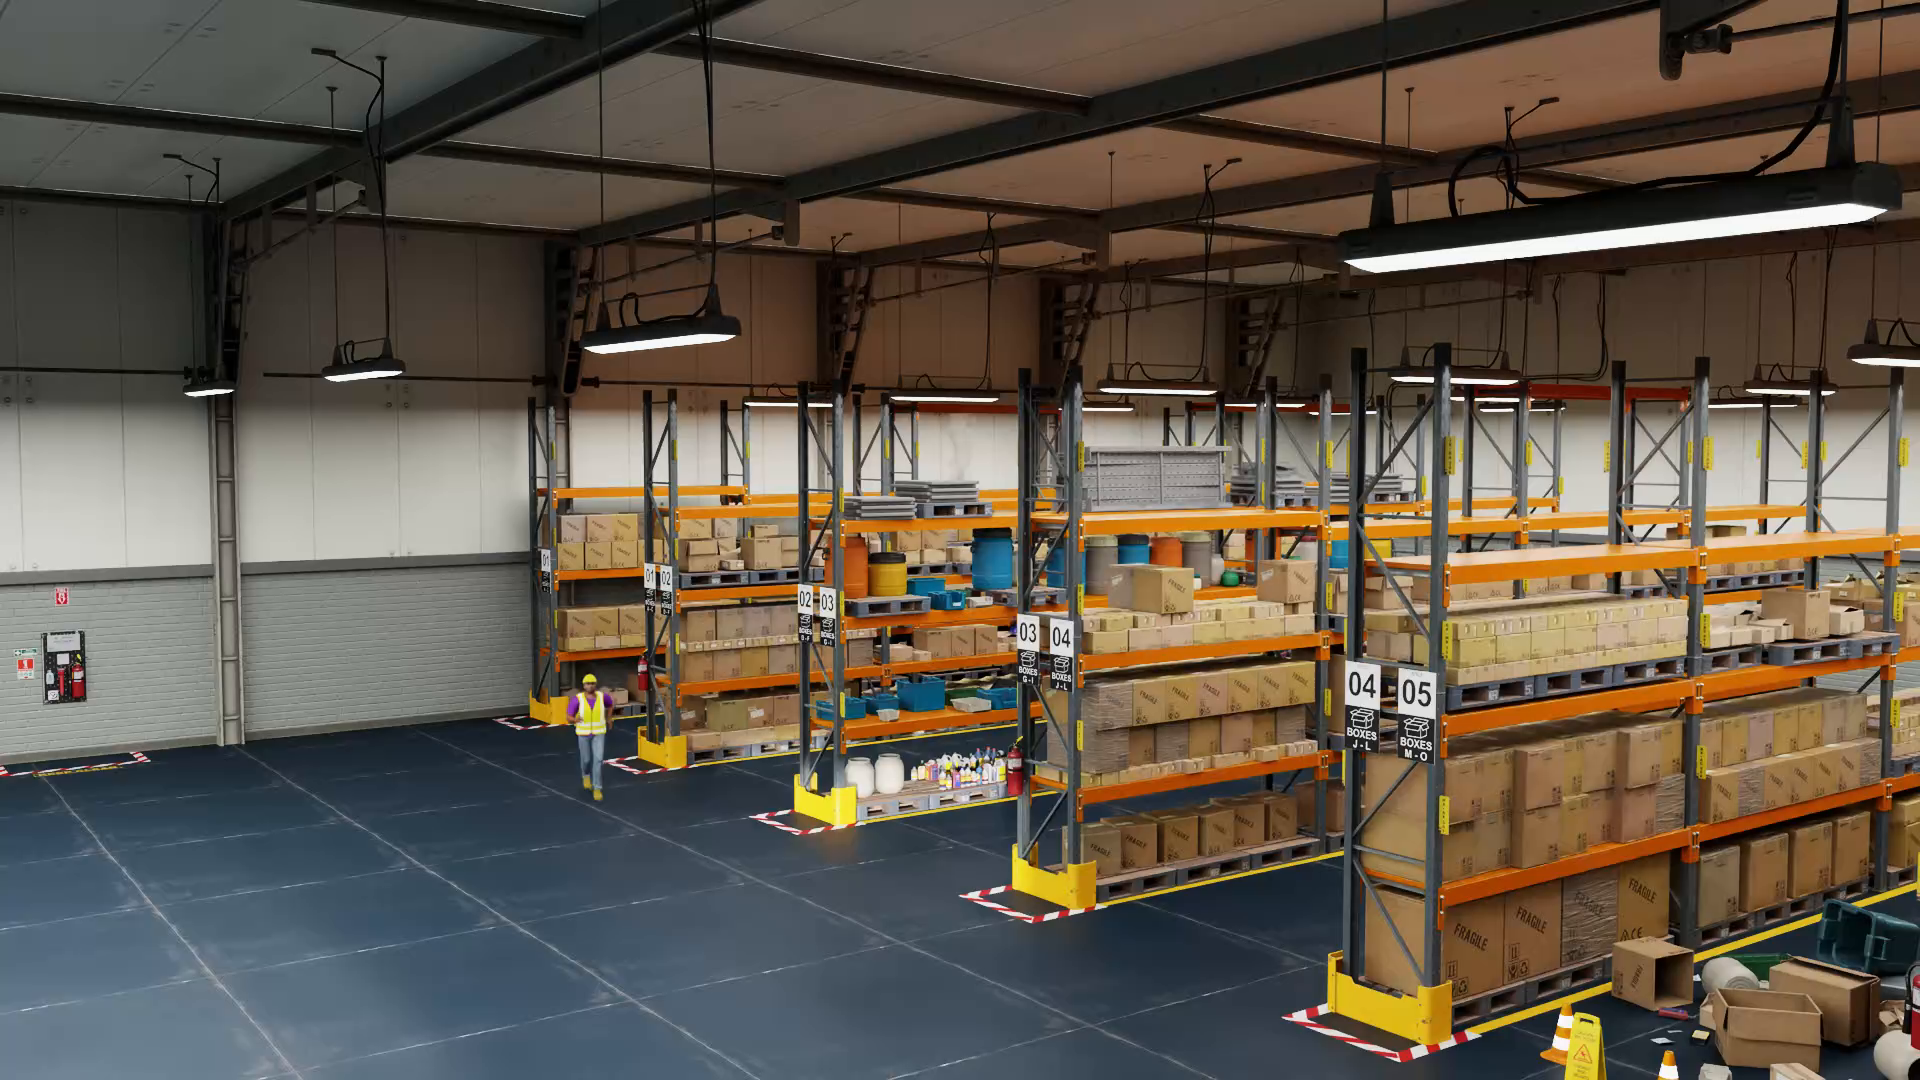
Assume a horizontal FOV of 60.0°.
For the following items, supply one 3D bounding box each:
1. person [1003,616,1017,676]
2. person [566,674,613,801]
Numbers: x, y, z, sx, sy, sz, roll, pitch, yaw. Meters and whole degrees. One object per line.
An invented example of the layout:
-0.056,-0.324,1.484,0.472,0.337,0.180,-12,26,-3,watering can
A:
1.170,2.343,34.079,0.743,1.640,0.590,-2,4,-35,person
-5.365,2.827,24.149,0.698,1.770,0.967,-1,4,-16,person
